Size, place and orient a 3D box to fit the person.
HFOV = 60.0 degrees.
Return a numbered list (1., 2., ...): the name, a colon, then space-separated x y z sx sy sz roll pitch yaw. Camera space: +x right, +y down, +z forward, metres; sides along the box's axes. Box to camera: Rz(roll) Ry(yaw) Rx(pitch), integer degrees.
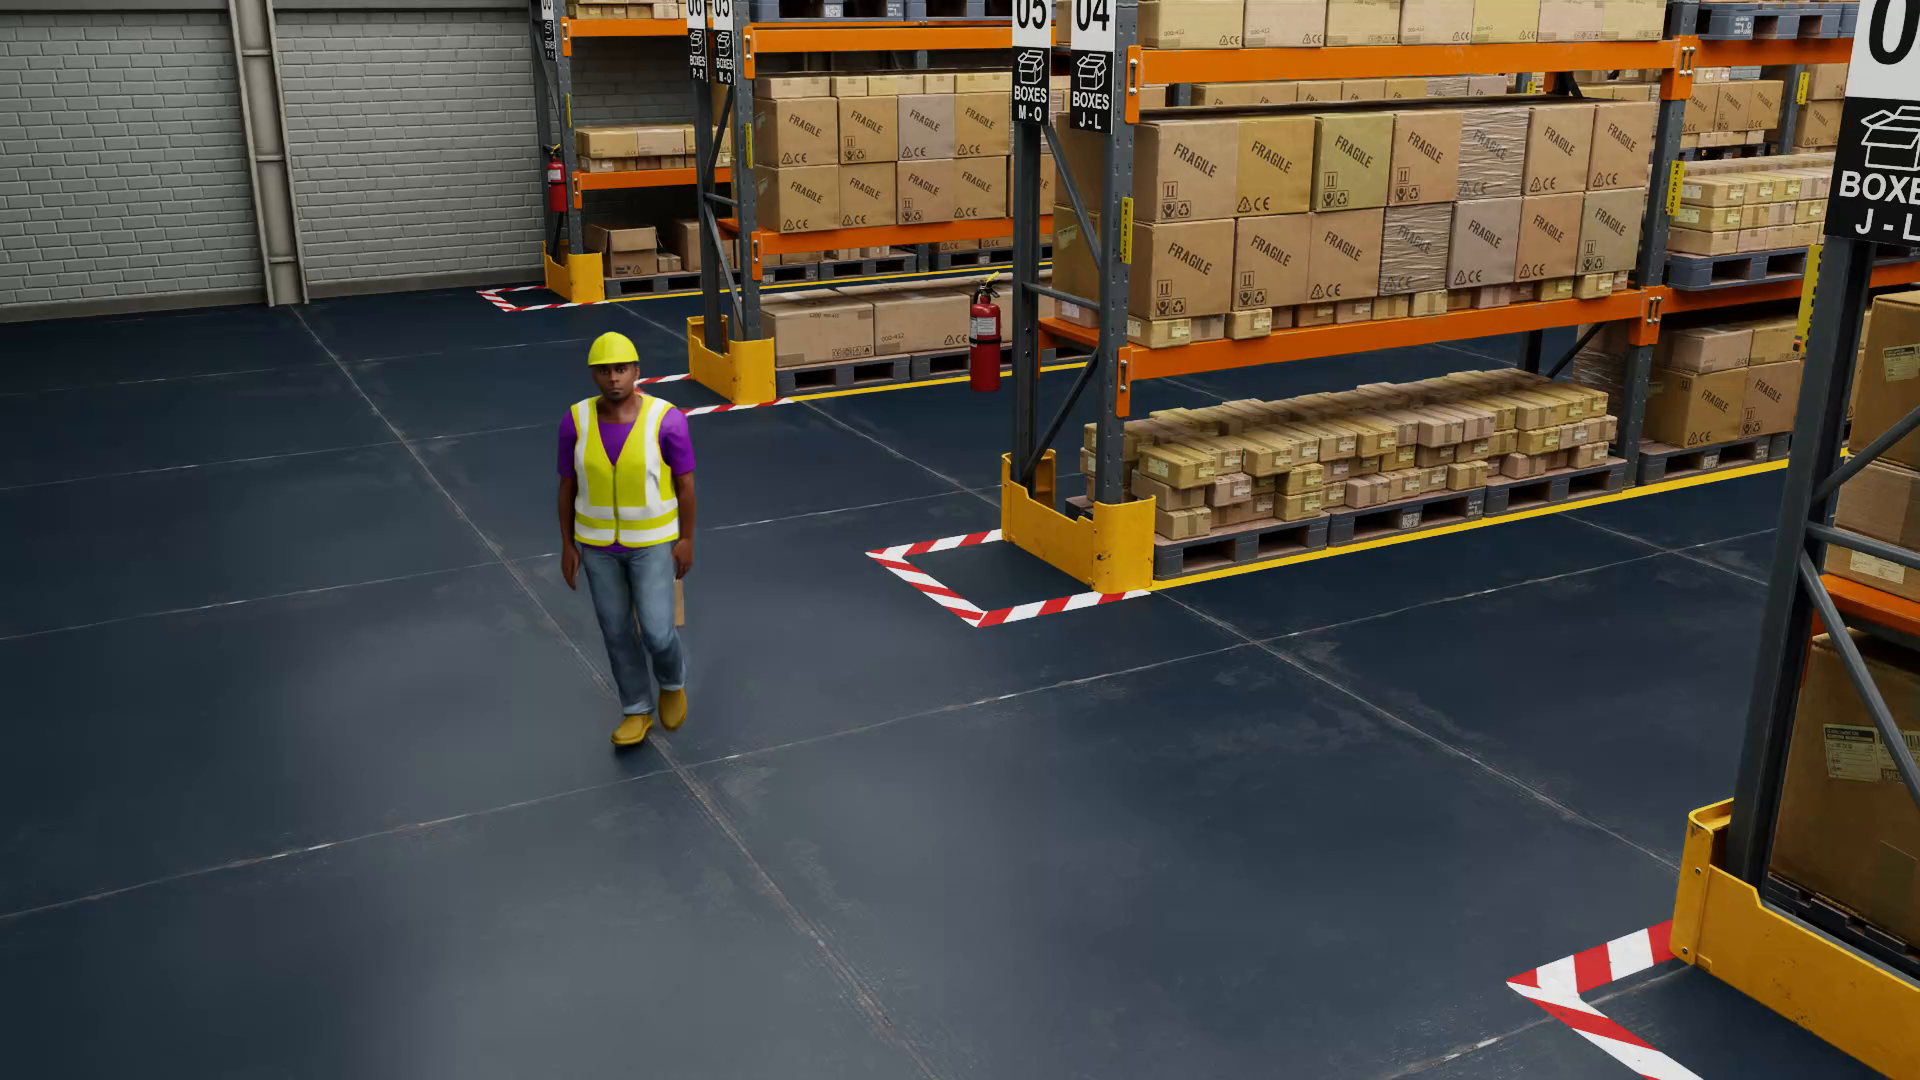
1. person: -1.381 0.008 6.922 0.563 1.762 0.474 1 18 3
